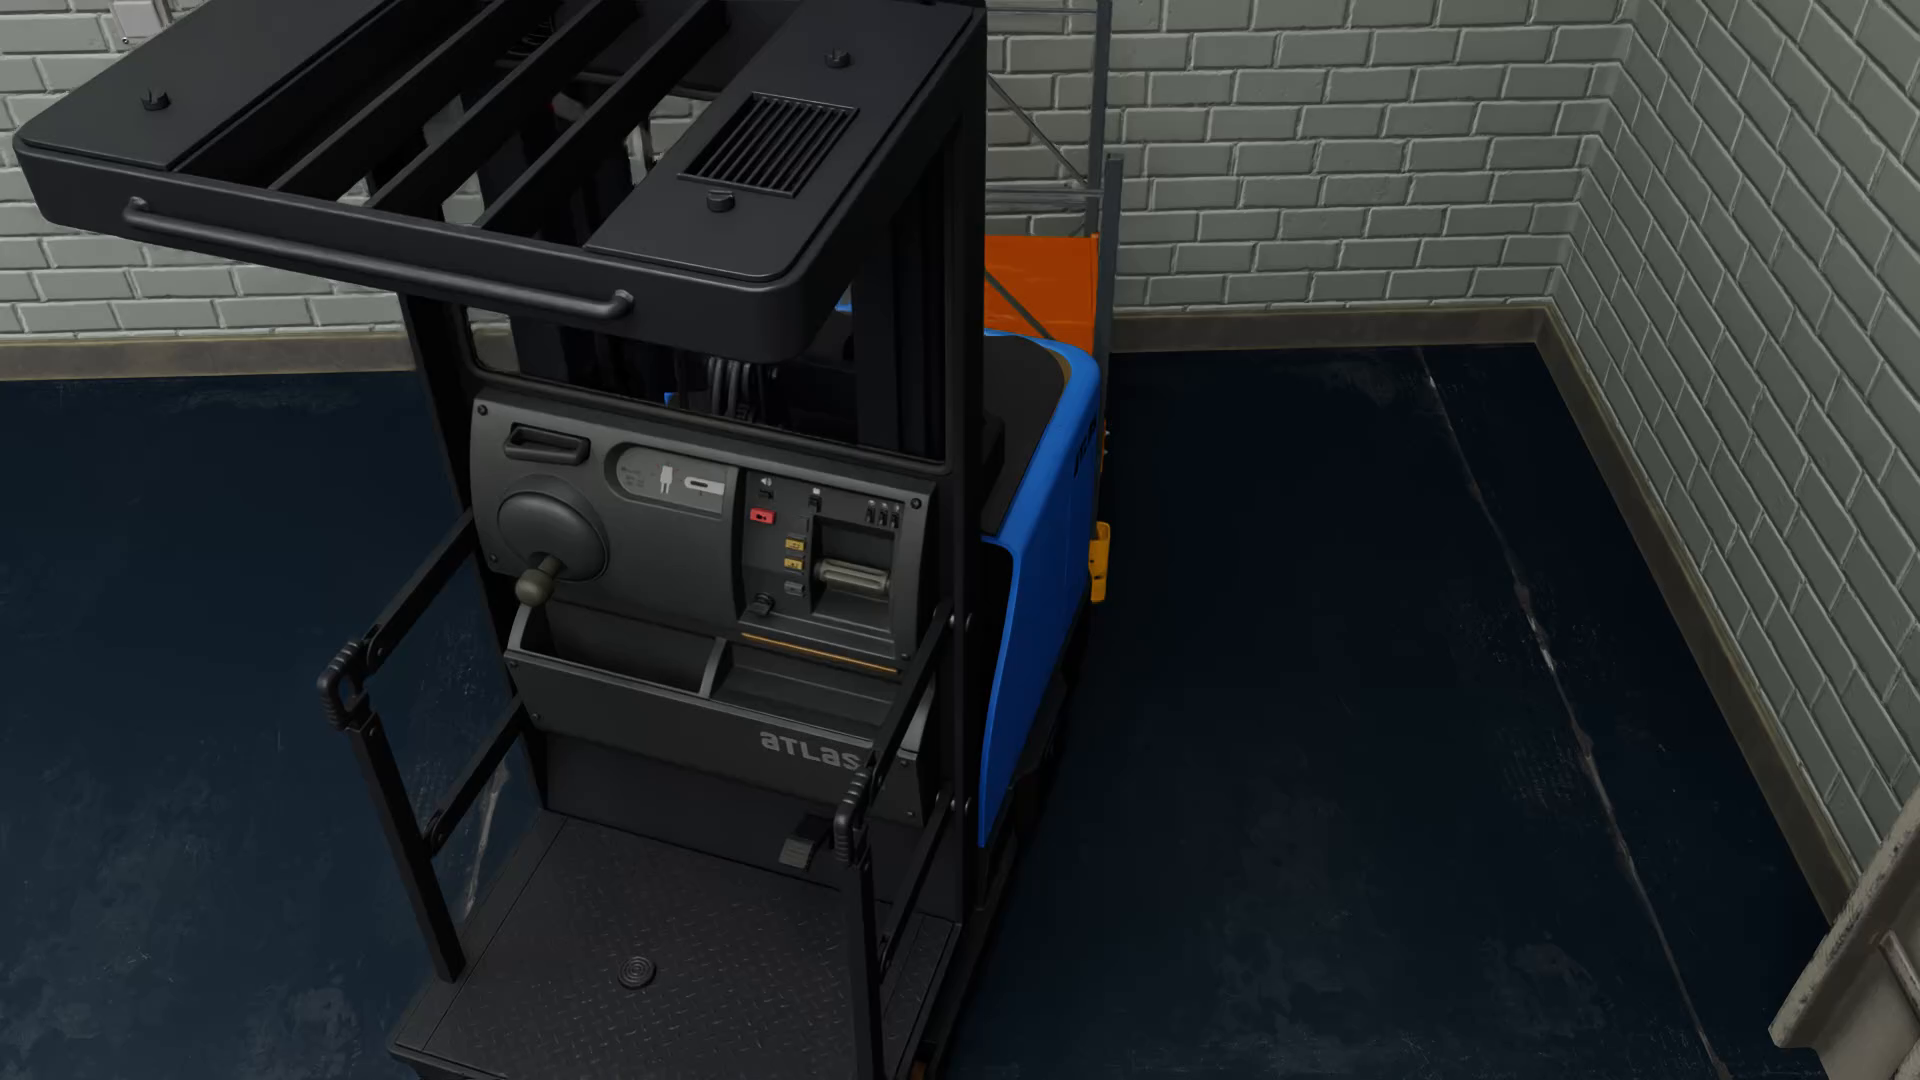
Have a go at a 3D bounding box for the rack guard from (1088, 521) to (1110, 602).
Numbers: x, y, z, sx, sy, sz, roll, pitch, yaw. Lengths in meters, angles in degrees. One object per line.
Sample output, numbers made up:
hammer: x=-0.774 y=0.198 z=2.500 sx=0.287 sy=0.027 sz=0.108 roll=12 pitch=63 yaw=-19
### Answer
rack guard: x=0.150 y=0.058 z=5.002 sx=0.587 sy=0.250 sz=0.087 roll=2 pitch=43 yaw=2

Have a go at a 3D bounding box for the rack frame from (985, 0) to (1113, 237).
rack frame: x=0.194 y=-1.076 z=5.314 sx=0.500 sy=1.500 sz=0.032 roll=2 pitch=43 yaw=2

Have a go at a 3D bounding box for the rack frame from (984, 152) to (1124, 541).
rack frame: x=0.149 y=-0.390 z=4.565 sx=0.500 sy=1.500 sz=0.032 roll=2 pitch=43 yaw=2

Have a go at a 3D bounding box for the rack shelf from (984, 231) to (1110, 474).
rack shelf: x=0.172 y=-0.600 z=5.061 sx=0.538 sy=0.185 sz=1.000 roll=2 pitch=43 yaw=2

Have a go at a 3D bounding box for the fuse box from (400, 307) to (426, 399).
fuse box: x=-1.809 y=-1.115 z=5.200 sx=0.539 sy=1.711 sz=0.414 roll=-2 pitch=43 yaw=-2

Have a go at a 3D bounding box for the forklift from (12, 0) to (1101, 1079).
forklift: x=-0.569 y=0.072 z=3.002 sx=1.130 sy=2.935 sz=3.031 roll=12 pitch=44 yaw=13

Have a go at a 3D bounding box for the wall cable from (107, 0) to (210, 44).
wall cable: x=-2.497 y=-2.051 z=4.516 sx=0.588 sy=1.984 sz=0.122 roll=-2 pitch=43 yaw=-2

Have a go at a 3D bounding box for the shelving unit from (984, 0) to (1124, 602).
shelving unit: x=0.172 y=-0.739 z=4.946 sx=0.587 sy=1.500 sz=1.083 roll=2 pitch=43 yaw=2
